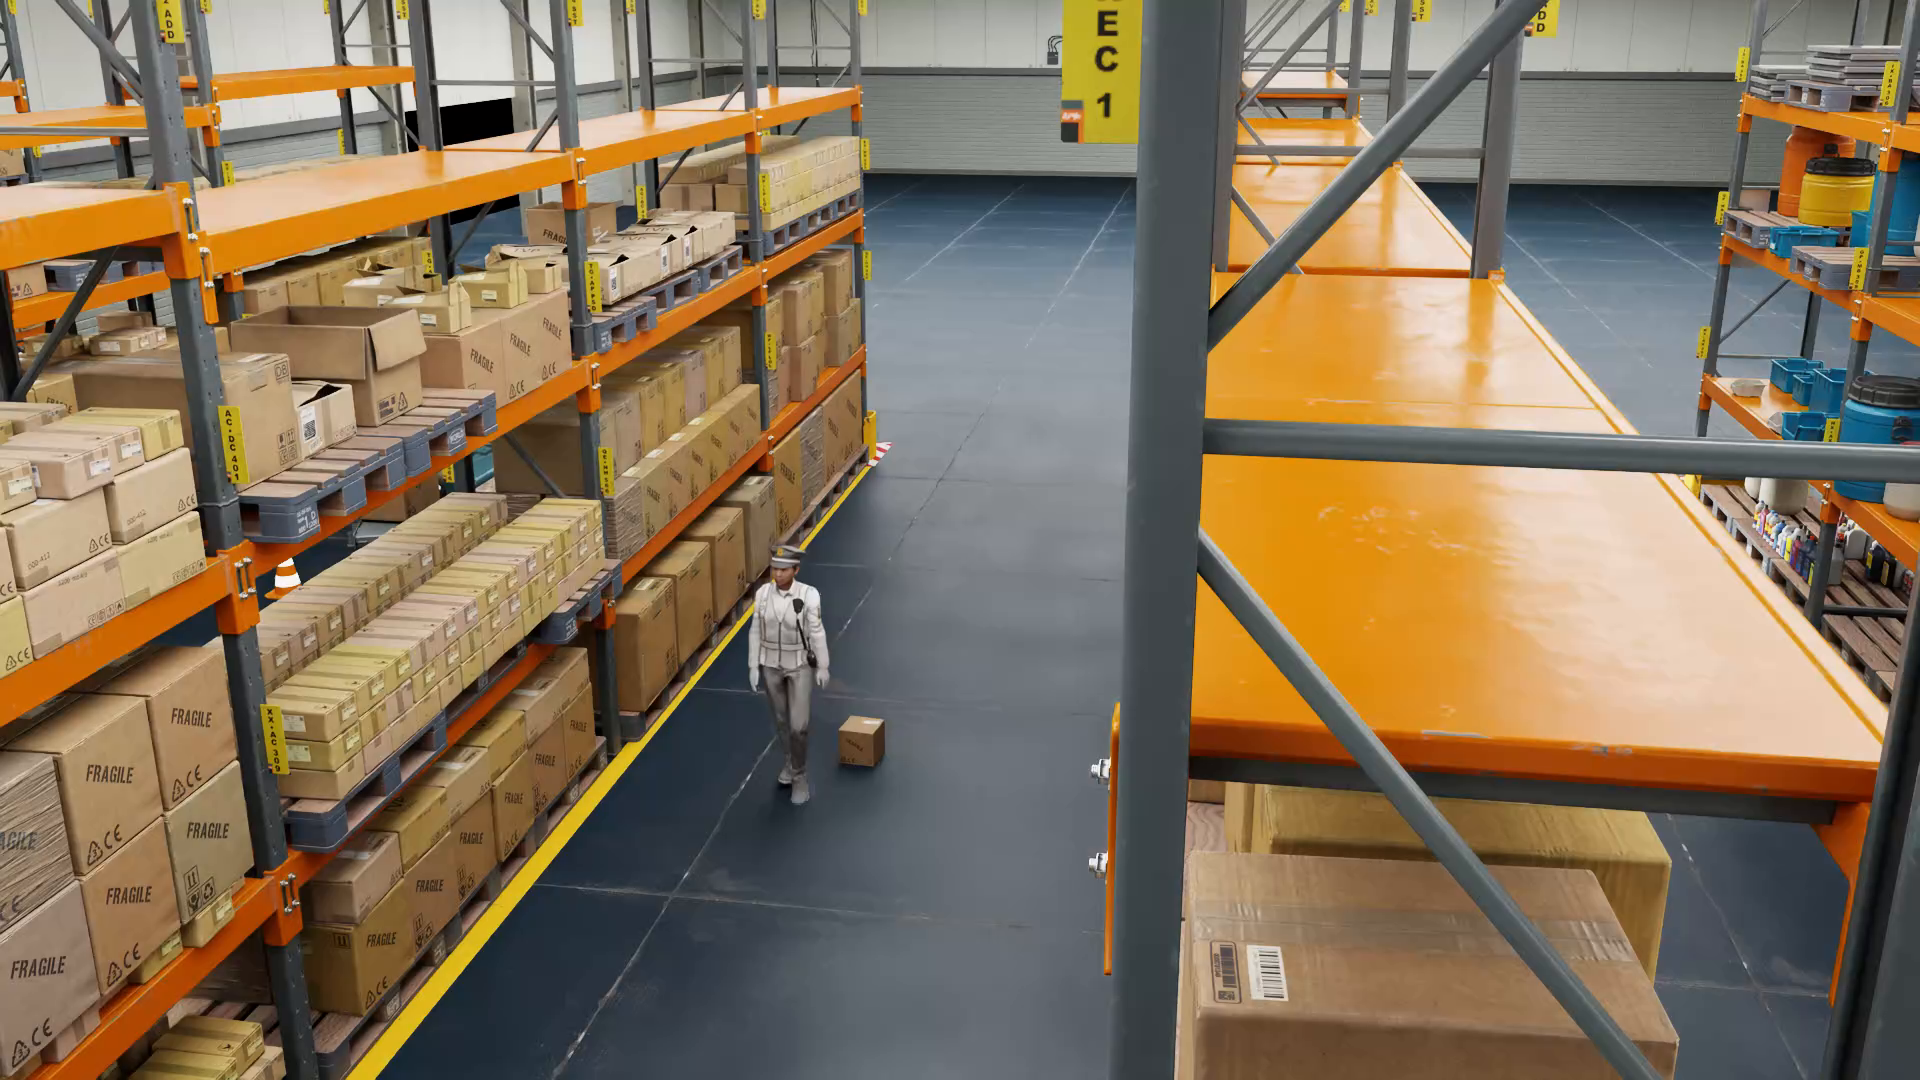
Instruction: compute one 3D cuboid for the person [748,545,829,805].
[{"bbox_3d":[-1.129,0.861,10.826,0.522,1.747,0.496,5,19,14],"label":"person"}]
